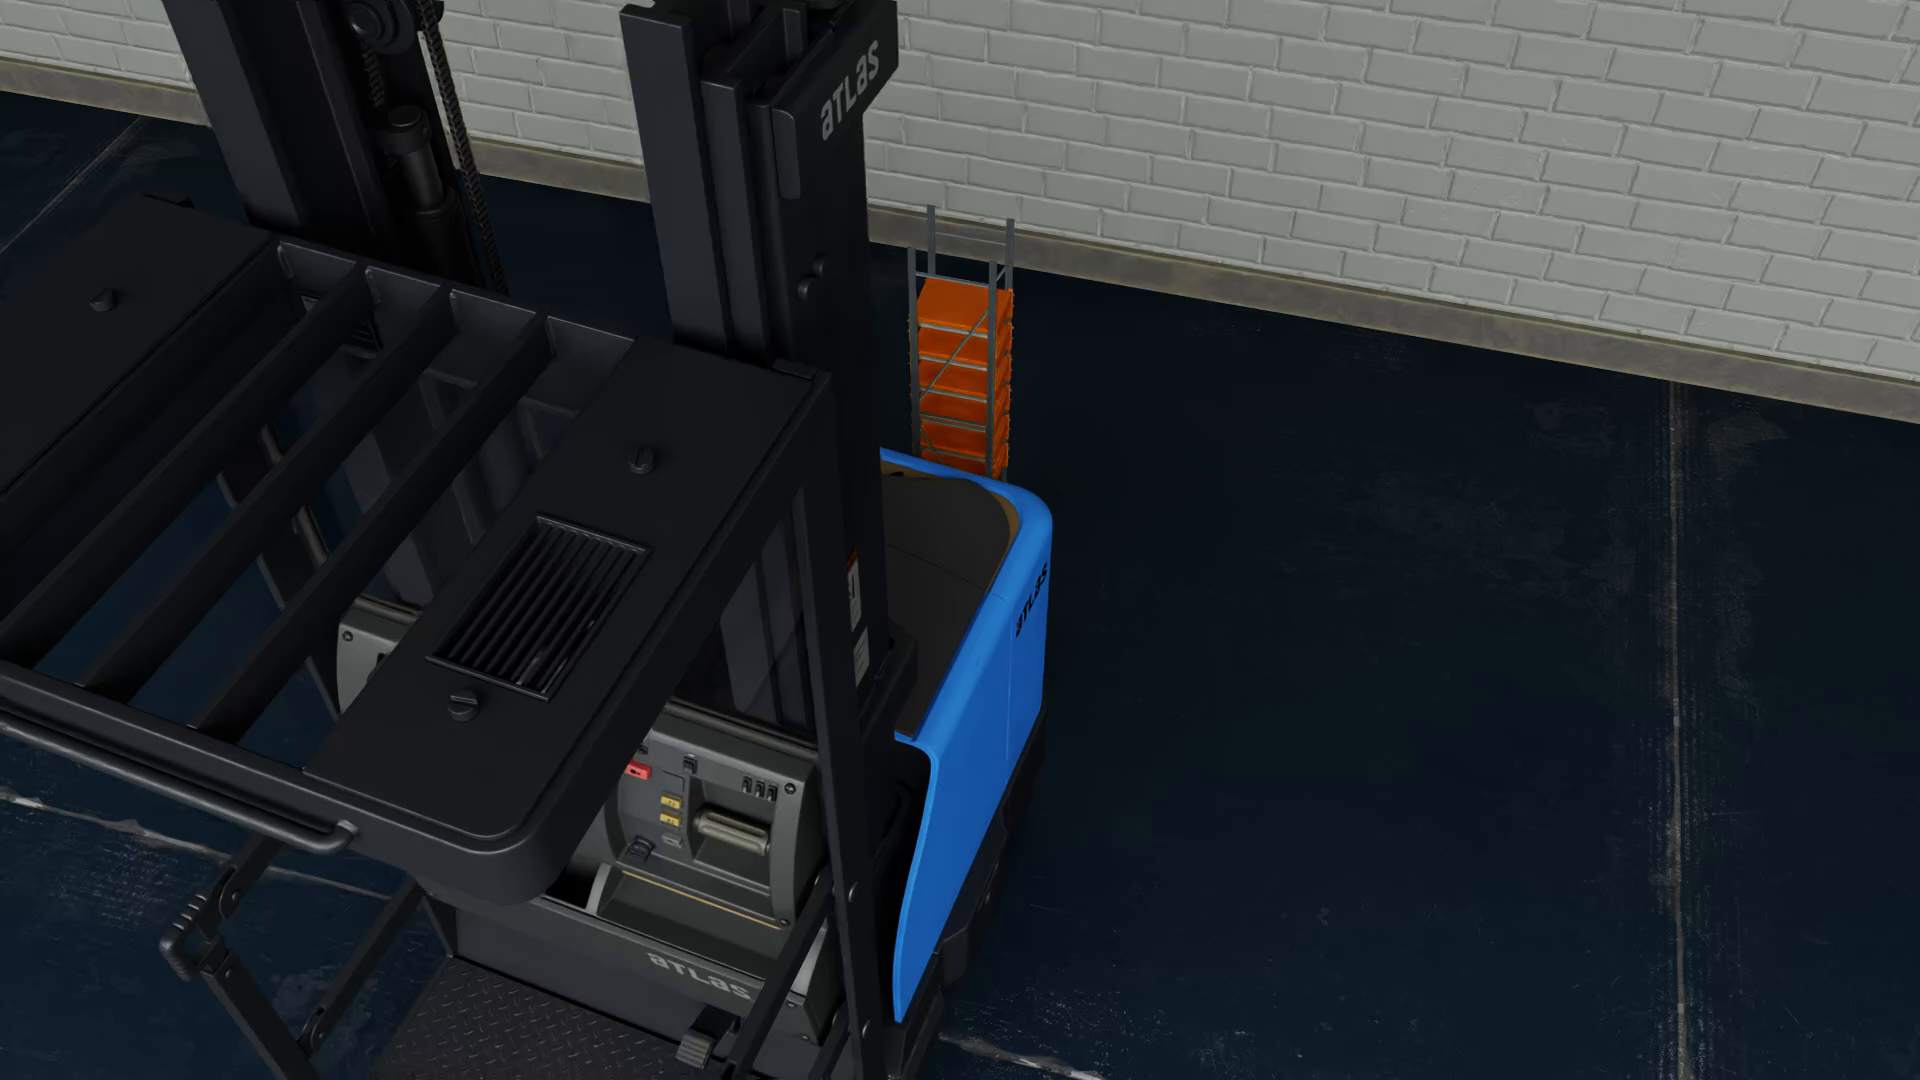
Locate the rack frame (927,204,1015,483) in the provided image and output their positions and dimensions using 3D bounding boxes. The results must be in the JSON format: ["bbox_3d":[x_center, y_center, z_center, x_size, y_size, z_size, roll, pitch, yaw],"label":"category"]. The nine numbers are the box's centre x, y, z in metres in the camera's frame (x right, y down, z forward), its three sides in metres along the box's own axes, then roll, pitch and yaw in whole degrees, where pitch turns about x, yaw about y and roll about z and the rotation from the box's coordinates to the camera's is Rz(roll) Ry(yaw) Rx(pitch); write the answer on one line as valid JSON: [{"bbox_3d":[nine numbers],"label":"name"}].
[{"bbox_3d":[0.028,-0.474,4.868,0.240,1.200,0.006,12,50,10],"label":"rack frame"}]

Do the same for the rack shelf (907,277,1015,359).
[{"bbox_3d":[0.004,-0.616,4.573,0.258,0.103,0.180,12,50,10],"label":"rack shelf"}]

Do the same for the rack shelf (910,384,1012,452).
[{"bbox_3d":[0.004,-0.378,4.843,0.258,0.103,0.180,12,50,10],"label":"rack shelf"}]

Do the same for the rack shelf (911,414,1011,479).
[{"bbox_3d":[0.004,-0.299,4.933,0.258,0.103,0.180,12,50,10],"label":"rack shelf"}]

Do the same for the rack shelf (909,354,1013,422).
[{"bbox_3d":[0.004,-0.457,4.753,0.258,0.103,0.180,12,50,10],"label":"rack shelf"}]

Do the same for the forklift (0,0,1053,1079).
[{"bbox_3d":[-0.779,0.530,2.827,1.130,2.935,3.031,17,51,14],"label":"forklift"}]

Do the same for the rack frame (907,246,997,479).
[{"bbox_3d":[-0.020,-0.341,4.751,0.240,1.200,0.006,12,50,10],"label":"rack frame"}]

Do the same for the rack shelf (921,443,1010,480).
[{"bbox_3d":[0.004,-0.219,5.023,0.258,0.103,0.180,12,50,10],"label":"rack shelf"}]

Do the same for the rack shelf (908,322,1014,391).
[{"bbox_3d":[0.004,-0.537,4.663,0.258,0.103,0.180,12,50,10],"label":"rack shelf"}]

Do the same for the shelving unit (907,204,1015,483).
[{"bbox_3d":[0.004,-0.407,4.809,0.258,1.200,0.189,12,50,10],"label":"shelving unit"}]
